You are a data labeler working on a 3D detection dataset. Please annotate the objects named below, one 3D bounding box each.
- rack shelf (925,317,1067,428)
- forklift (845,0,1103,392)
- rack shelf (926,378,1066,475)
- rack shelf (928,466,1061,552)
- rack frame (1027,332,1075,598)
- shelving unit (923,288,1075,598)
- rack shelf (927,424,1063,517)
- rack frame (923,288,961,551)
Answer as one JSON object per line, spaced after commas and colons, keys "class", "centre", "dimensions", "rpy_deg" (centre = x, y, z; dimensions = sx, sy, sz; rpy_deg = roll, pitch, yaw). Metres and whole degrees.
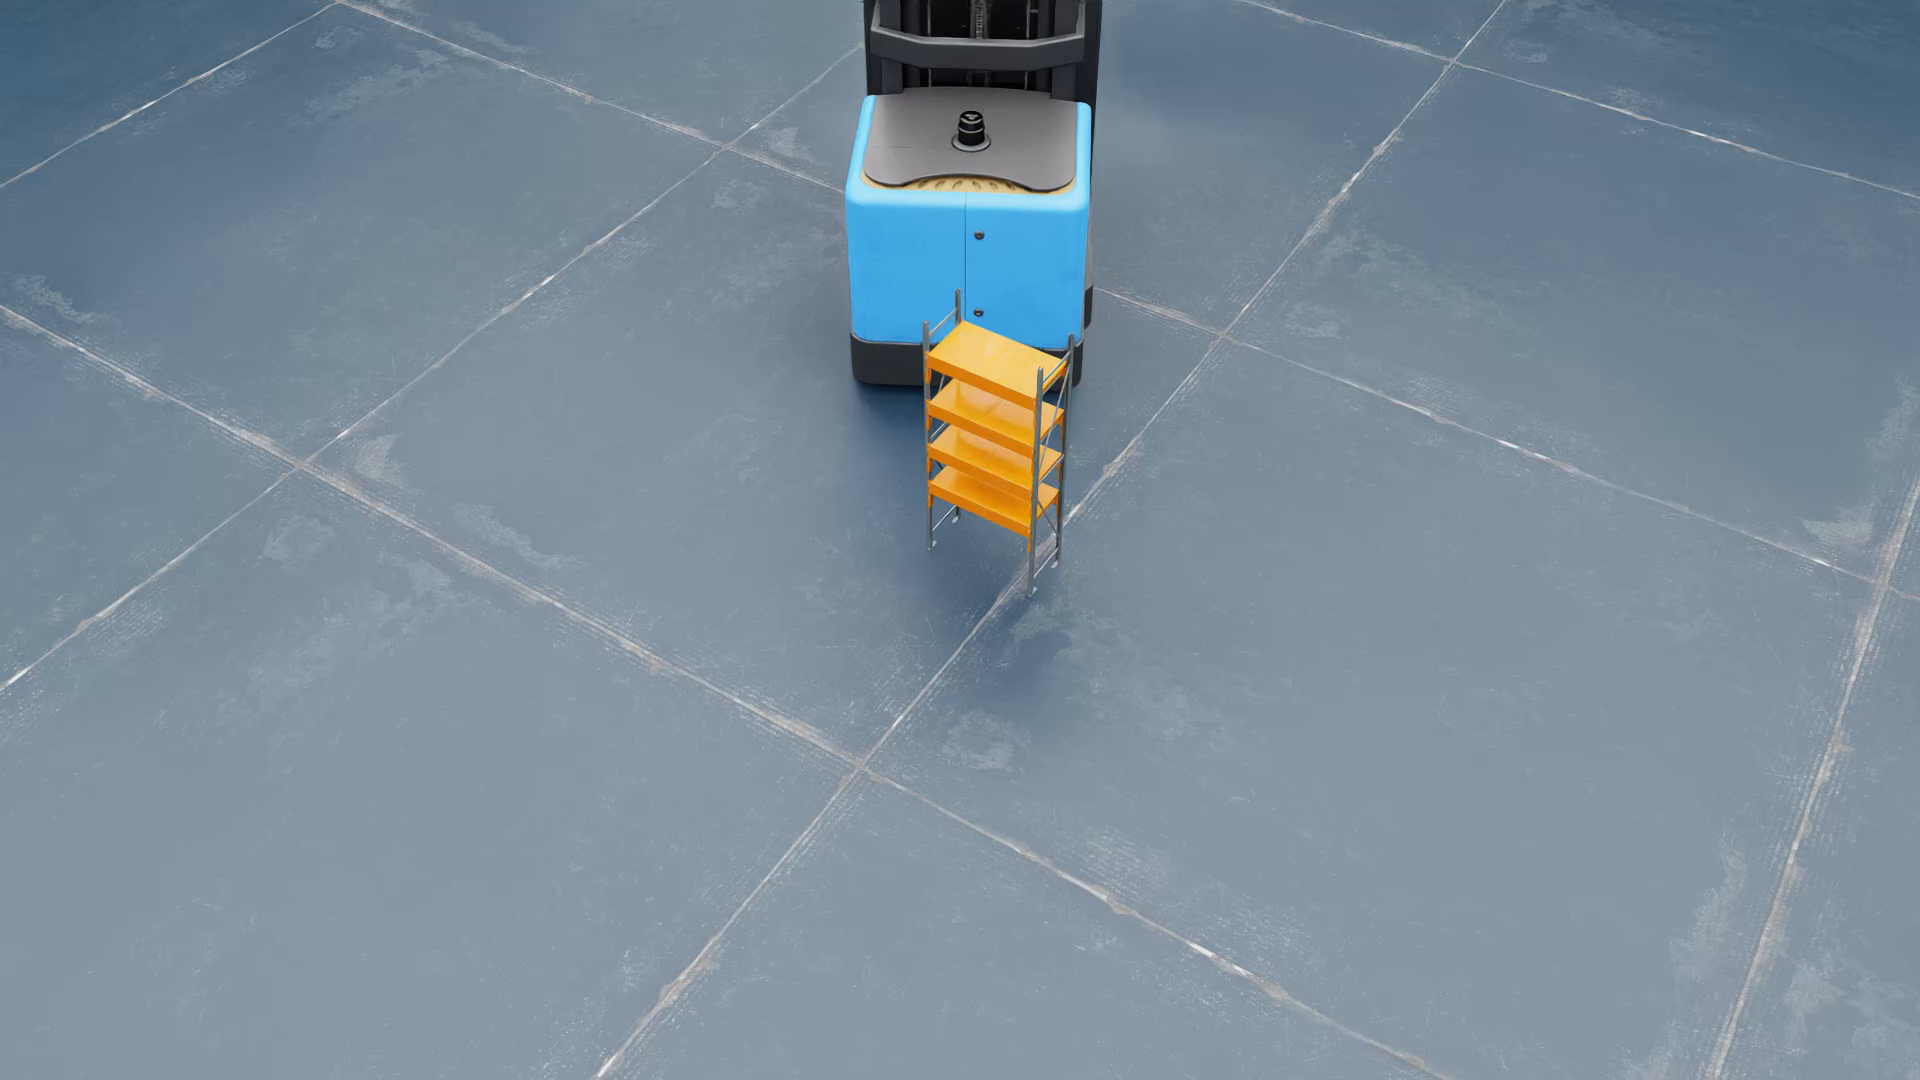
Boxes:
{"class": "rack shelf", "centre": [0.139, -0.628, 6.197], "dimensions": [0.480, 0.148, 0.258], "rpy_deg": [25, 51, 22]}
{"class": "forklift", "centre": [0.120, -2.744, 7.595], "dimensions": [1.130, 2.935, 3.031], "rpy_deg": [3, 46, 3]}
{"class": "rack shelf", "centre": [0.139, -0.463, 6.367], "dimensions": [0.480, 0.148, 0.258], "rpy_deg": [25, 51, 22]}
{"class": "rack shelf", "centre": [0.139, -0.169, 6.670], "dimensions": [0.480, 0.148, 0.258], "rpy_deg": [25, 51, 22]}
{"class": "rack frame", "centre": [0.345, -0.260, 6.387], "dimensions": [0.015, 1.200, 0.240], "rpy_deg": [25, 51, 22]}
{"class": "shelving unit", "centre": [0.139, -0.354, 6.479], "dimensions": [0.503, 1.200, 0.258], "rpy_deg": [25, 51, 22]}
{"class": "rack shelf", "centre": [0.139, -0.307, 6.528], "dimensions": [0.480, 0.148, 0.258], "rpy_deg": [25, 51, 22]}
{"class": "rack frame", "centre": [-0.066, -0.449, 6.571], "dimensions": [0.015, 1.200, 0.240], "rpy_deg": [25, 51, 22]}
